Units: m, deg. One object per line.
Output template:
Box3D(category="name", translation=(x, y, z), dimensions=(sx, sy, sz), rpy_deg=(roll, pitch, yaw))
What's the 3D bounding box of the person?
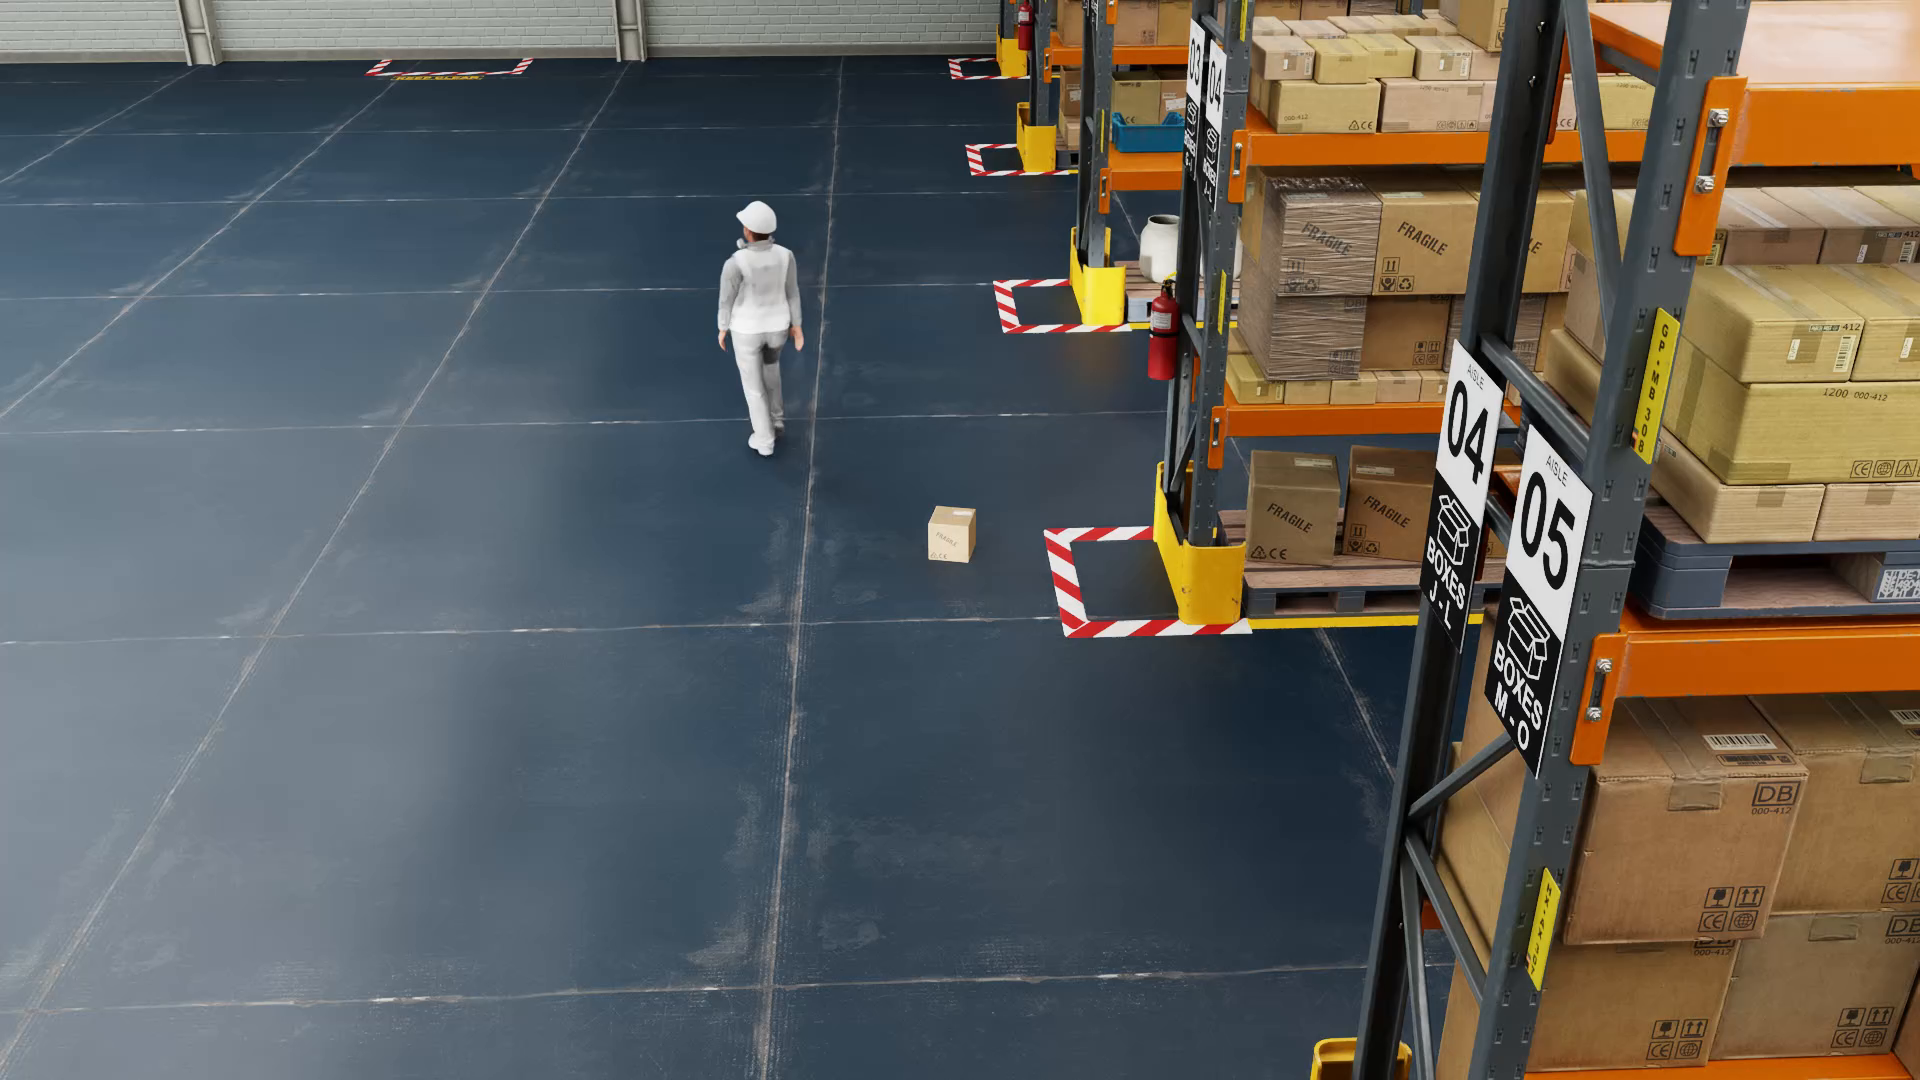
Box3D(category="person", translation=(-1.396, -1.453, 11.394), dimensions=(0.566, 1.806, 0.512), rpy_deg=(-15, 31, -27))
